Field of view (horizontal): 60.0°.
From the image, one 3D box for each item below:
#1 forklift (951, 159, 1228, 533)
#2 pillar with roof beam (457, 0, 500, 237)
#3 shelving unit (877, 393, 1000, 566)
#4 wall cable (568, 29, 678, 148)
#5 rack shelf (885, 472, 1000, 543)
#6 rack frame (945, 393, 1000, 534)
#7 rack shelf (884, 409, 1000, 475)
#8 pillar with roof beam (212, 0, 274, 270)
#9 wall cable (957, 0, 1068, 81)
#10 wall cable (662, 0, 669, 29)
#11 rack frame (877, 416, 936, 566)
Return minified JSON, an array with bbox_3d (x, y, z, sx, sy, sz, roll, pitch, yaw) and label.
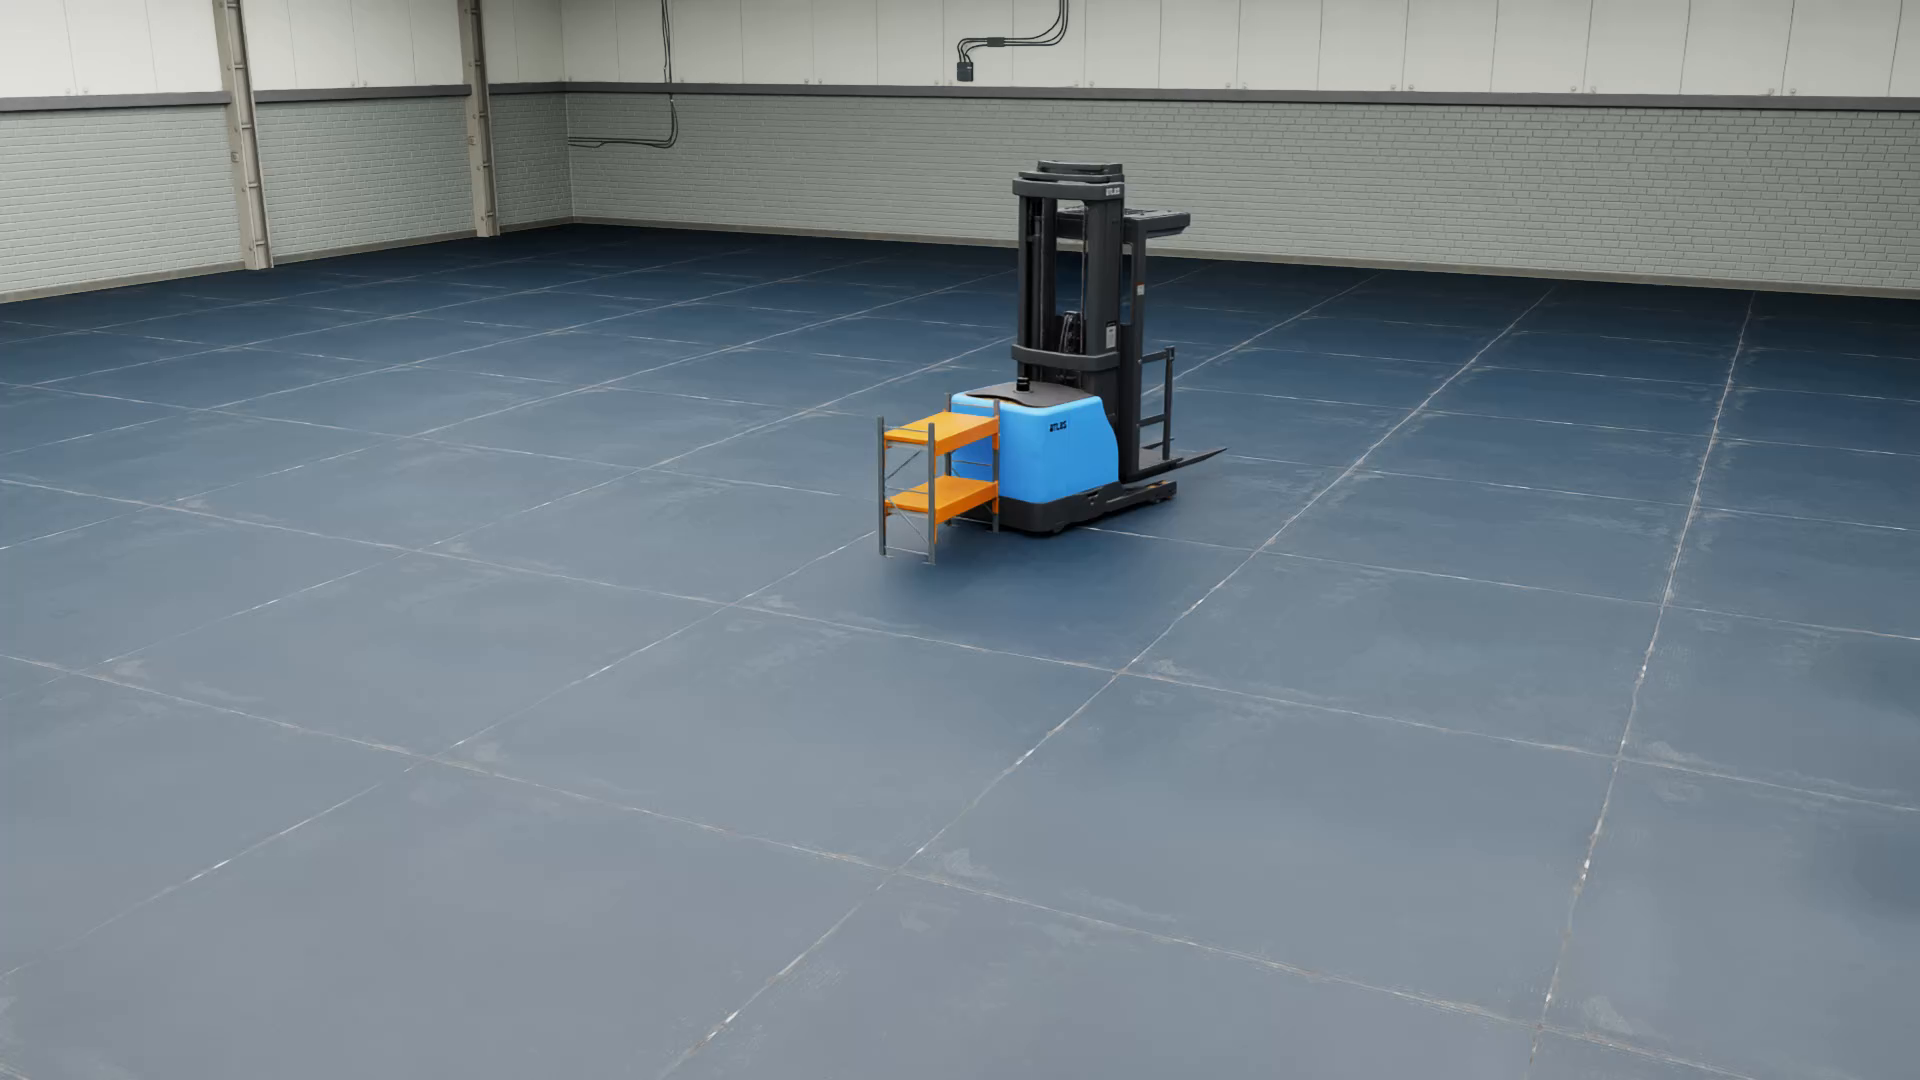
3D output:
[{"bbox_3d":[1.269,-1.807,14.459,1.130,2.935,3.031,14,22,40],"label":"forklift"},{"bbox_3d":[-6.146,-10.212,32.102,9.100,9.000,0.400,8,18,25],"label":"pillar with roof beam"},{"bbox_3d":[-0.157,-0.504,13.245,0.538,1.125,1.048,9,19,29],"label":"shelving unit"},{"bbox_3d":[-7.498,-9.854,36.349,3.097,2.526,0.112,8,18,25],"label":"wall cable"},{"bbox_3d":[-0.157,-0.269,13.315,0.538,0.278,1.000,9,19,29],"label":"rack shelf"},{"bbox_3d":[0.099,-0.629,13.666,0.500,1.125,0.032,9,19,29],"label":"rack frame"},{"bbox_3d":[-0.157,-0.784,13.162,0.538,0.278,1.000,9,19,29],"label":"rack shelf"},{"bbox_3d":[-8.827,-8.684,26.957,9.100,9.000,0.400,8,18,25],"label":"pillar with roof beam"},{"bbox_3d":[0.988,-11.761,31.342,2.305,6.003,0.169,8,18,25],"label":"wall cable"},{"bbox_3d":[-5.078,-11.930,34.471,3.097,2.526,0.112,8,18,25],"label":"wall cable"},{"bbox_3d":[-0.413,-0.379,12.824,0.500,1.125,0.032,9,19,29],"label":"rack frame"}]
